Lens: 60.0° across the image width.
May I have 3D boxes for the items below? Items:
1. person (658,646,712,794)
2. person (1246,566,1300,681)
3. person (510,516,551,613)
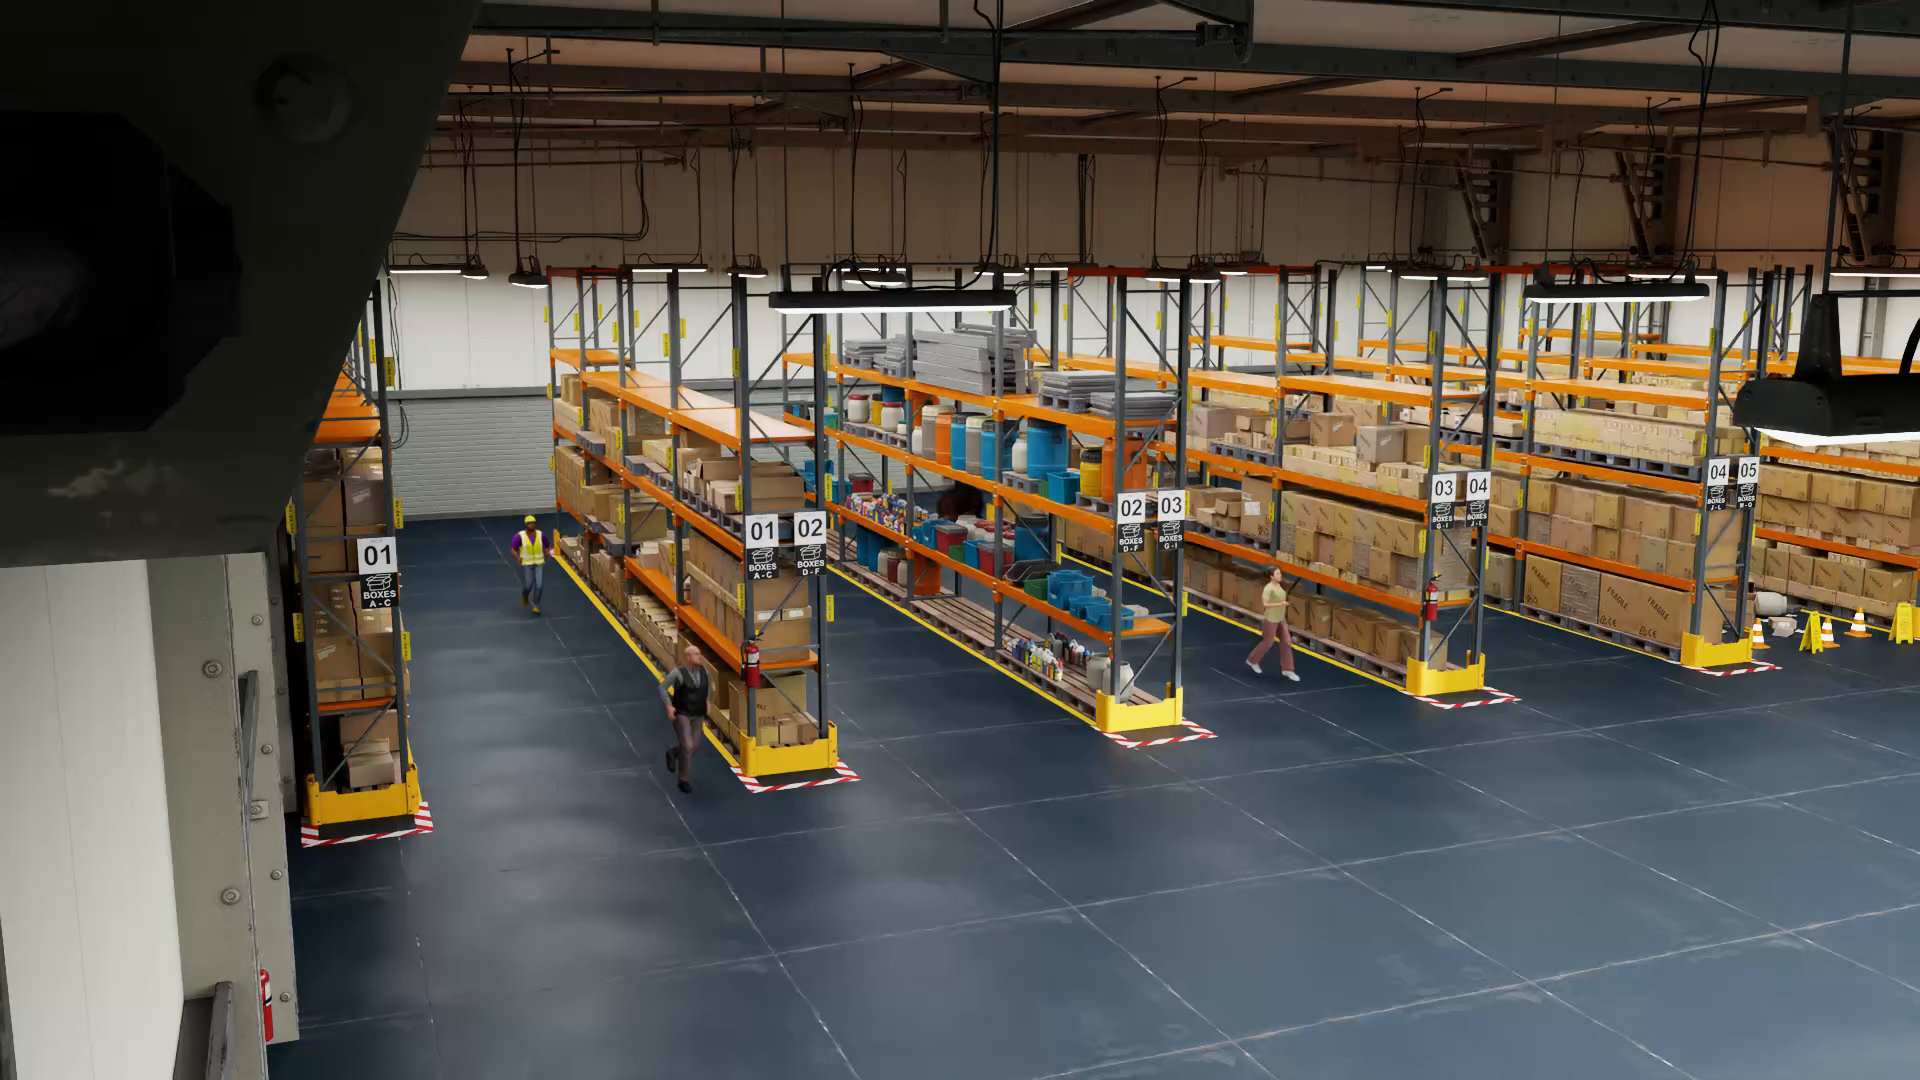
[{"bbox_3d":[-3.255,2.095,19.890,0.698,1.686,0.774,-8,13,-40],"label":"person"},{"bbox_3d":[4.664,1.214,24.718,0.884,1.685,0.569,9,14,43],"label":"person"},{"bbox_3d":[-7.528,0.421,29.272,0.698,1.718,0.606,-5,11,-26],"label":"person"}]
